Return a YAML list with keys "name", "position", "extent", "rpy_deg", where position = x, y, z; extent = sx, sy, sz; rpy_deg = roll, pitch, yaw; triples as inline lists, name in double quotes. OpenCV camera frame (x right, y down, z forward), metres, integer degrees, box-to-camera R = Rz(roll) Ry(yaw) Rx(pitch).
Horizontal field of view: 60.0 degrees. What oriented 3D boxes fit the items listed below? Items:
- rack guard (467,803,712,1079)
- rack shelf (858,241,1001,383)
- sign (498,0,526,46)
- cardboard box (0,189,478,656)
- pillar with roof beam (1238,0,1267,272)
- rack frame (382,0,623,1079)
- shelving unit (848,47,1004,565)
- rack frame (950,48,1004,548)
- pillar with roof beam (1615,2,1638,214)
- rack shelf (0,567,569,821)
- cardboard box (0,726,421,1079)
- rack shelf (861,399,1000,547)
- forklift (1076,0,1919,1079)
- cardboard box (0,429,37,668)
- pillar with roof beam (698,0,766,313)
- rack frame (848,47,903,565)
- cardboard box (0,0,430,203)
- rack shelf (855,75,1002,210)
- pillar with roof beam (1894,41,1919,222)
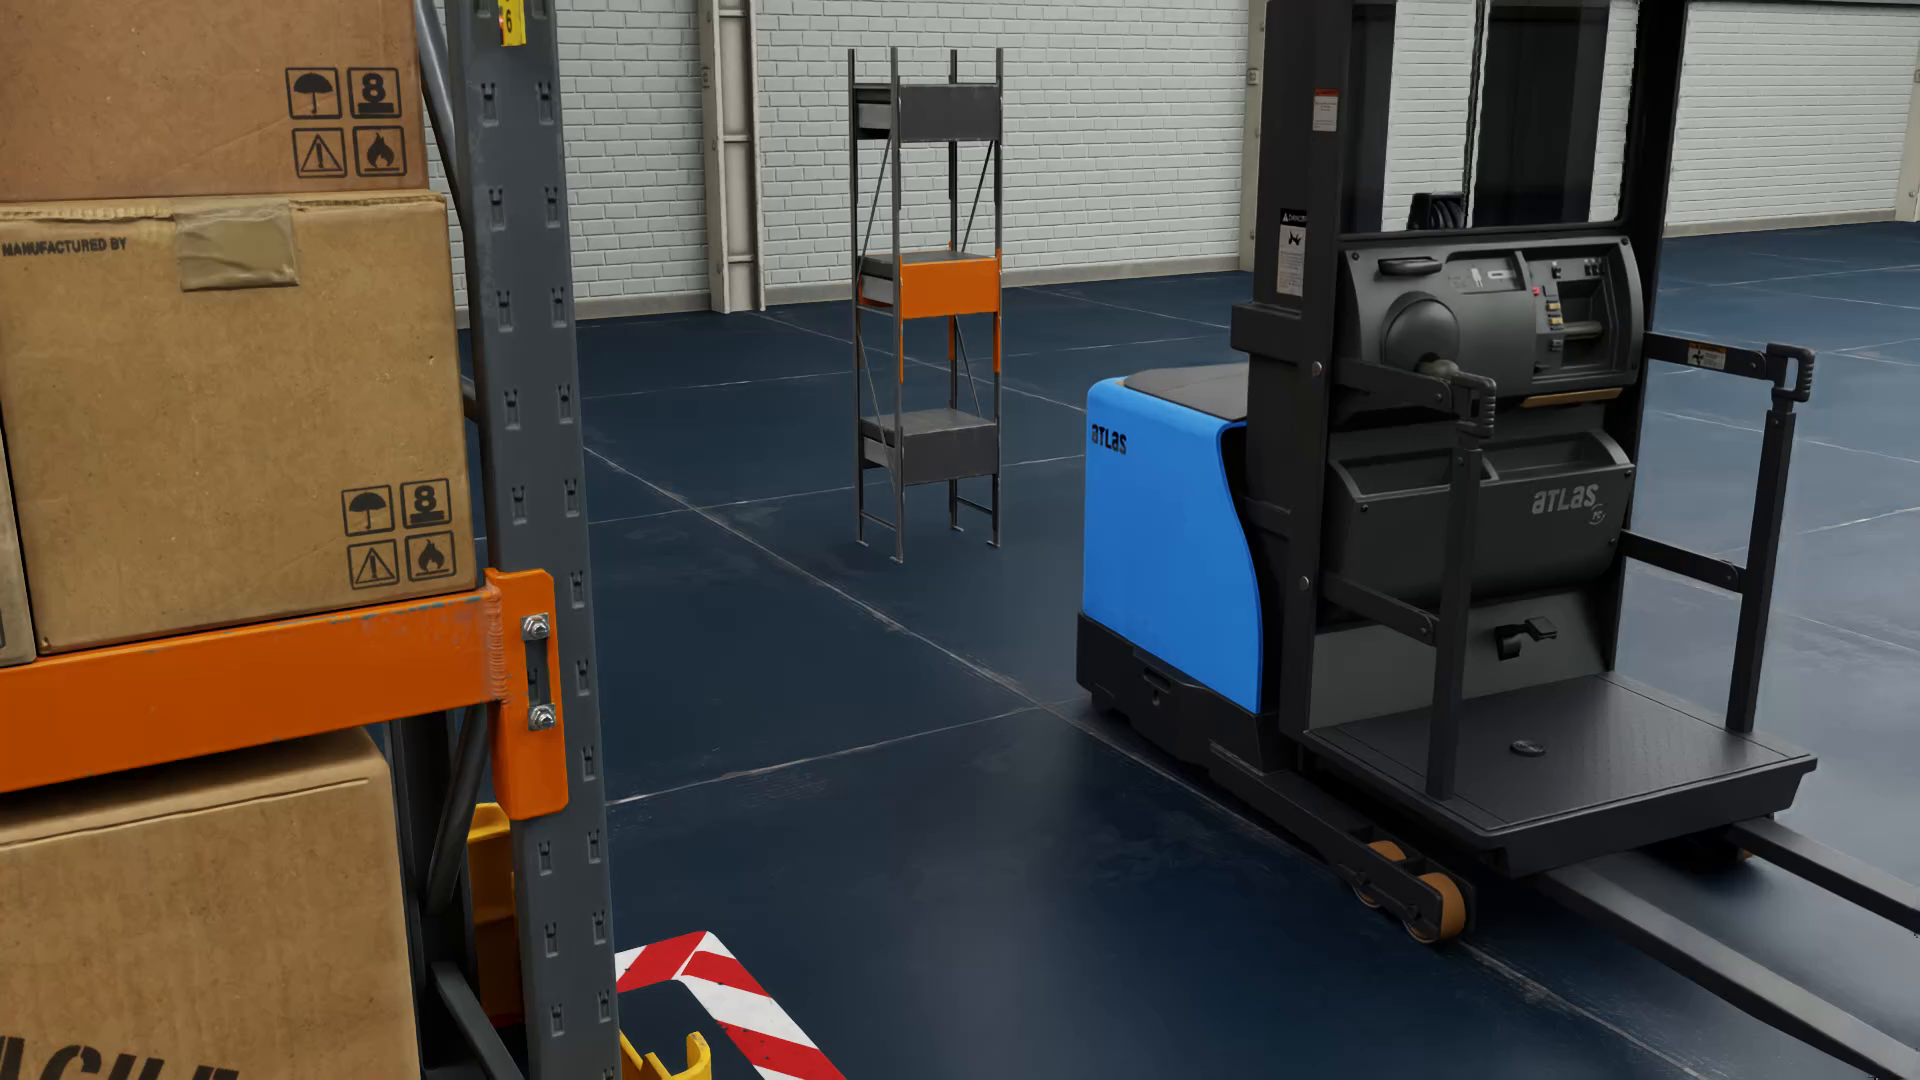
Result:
- name: "rack guard"
  position: [-0.820, 0.955, 3.078]
  extent: [0.348, 0.500, 1.175]
  rpy_deg: [-9, 18, -30]
- name: "rack shelf"
  position: [-0.142, -0.975, 7.048]
  extent: [0.480, 0.518, 0.431]
  rpy_deg: [-9, 18, -30]
- name: "sign"
  position: [-0.573, -0.790, 2.086]
  extent: [0.005, 0.325, 0.100]
  rpy_deg: [-9, 18, -30]
- name: "cardboard box"
  position: [-1.135, -0.256, 2.487]
  extent: [0.550, 0.550, 0.875]
  rpy_deg: [-9, 18, -30]
- name: "pillar with roof beam"
  position: [5.406, -6.197, 12.846]
  extent: [0.400, 9.000, 9.100]
  rpy_deg: [-9, 18, -30]
- name: "rack frame"
  position: [-0.841, -0.246, 2.729]
  extent: [0.127, 3.000, 1.000]
  rpy_deg: [-9, 18, -30]
- name: "shelving unit"
  position: [-0.142, -0.988, 7.044]
  extent: [0.503, 2.100, 0.431]
  rpy_deg: [-9, 18, -30]
- name: "rack frame"
  position: [0.067, -1.022, 7.165]
  extent: [0.015, 2.100, 0.400]
  rpy_deg: [-9, 18, -30]
- name: "pillar with roof beam"
  position: [10.549, -7.031, 15.821]
  extent: [0.400, 9.000, 9.100]
  rpy_deg: [-9, 18, -30]
- name: "rack shelf"
  position: [-2.555, 0.379, 1.834]
  extent: [4.000, 0.370, 1.077]
  rpy_deg: [-9, 18, -30]
- name: "cardboard box"
  position: [-1.388, 0.685, 2.568]
  extent: [0.875, 0.875, 0.875]
  rpy_deg: [-9, 18, -29]
- name: "rack shelf"
  position: [-0.142, -0.301, 7.237]
  extent: [0.480, 0.518, 0.431]
  rpy_deg: [-9, 18, -30]
- name: "forklift"
  position: [1.464, -0.581, 4.053]
  extent: [1.130, 2.935, 3.031]
  rpy_deg: [-7, 17, -24]
- name: "cardboard box"
  position: [-1.596, -0.174, 2.196]
  extent: [0.550, 0.550, 0.875]
  rpy_deg: [-9, 18, -30]
- name: "pillar with roof beam"
  position: [0.263, -5.363, 9.870]
  extent: [0.400, 9.000, 9.100]
  rpy_deg: [-9, 18, -30]
- name: "rack frame"
  position: [-0.351, -0.954, 6.923]
  extent: [0.015, 2.100, 0.400]
  rpy_deg: [-9, 18, -30]
- name: "cardboard box"
  position: [-1.179, -0.795, 2.411]
  extent: [0.550, 0.550, 0.875]
  rpy_deg: [-9, 18, -30]
- name: "rack shelf"
  position: [-0.142, -1.649, 6.859]
  extent: [0.480, 0.518, 0.431]
  rpy_deg: [-9, 18, -30]
- name: "pillar with roof beam"
  position: [15.693, -7.865, 18.796]
  extent: [0.400, 9.000, 9.100]
  rpy_deg: [-9, 18, -30]
